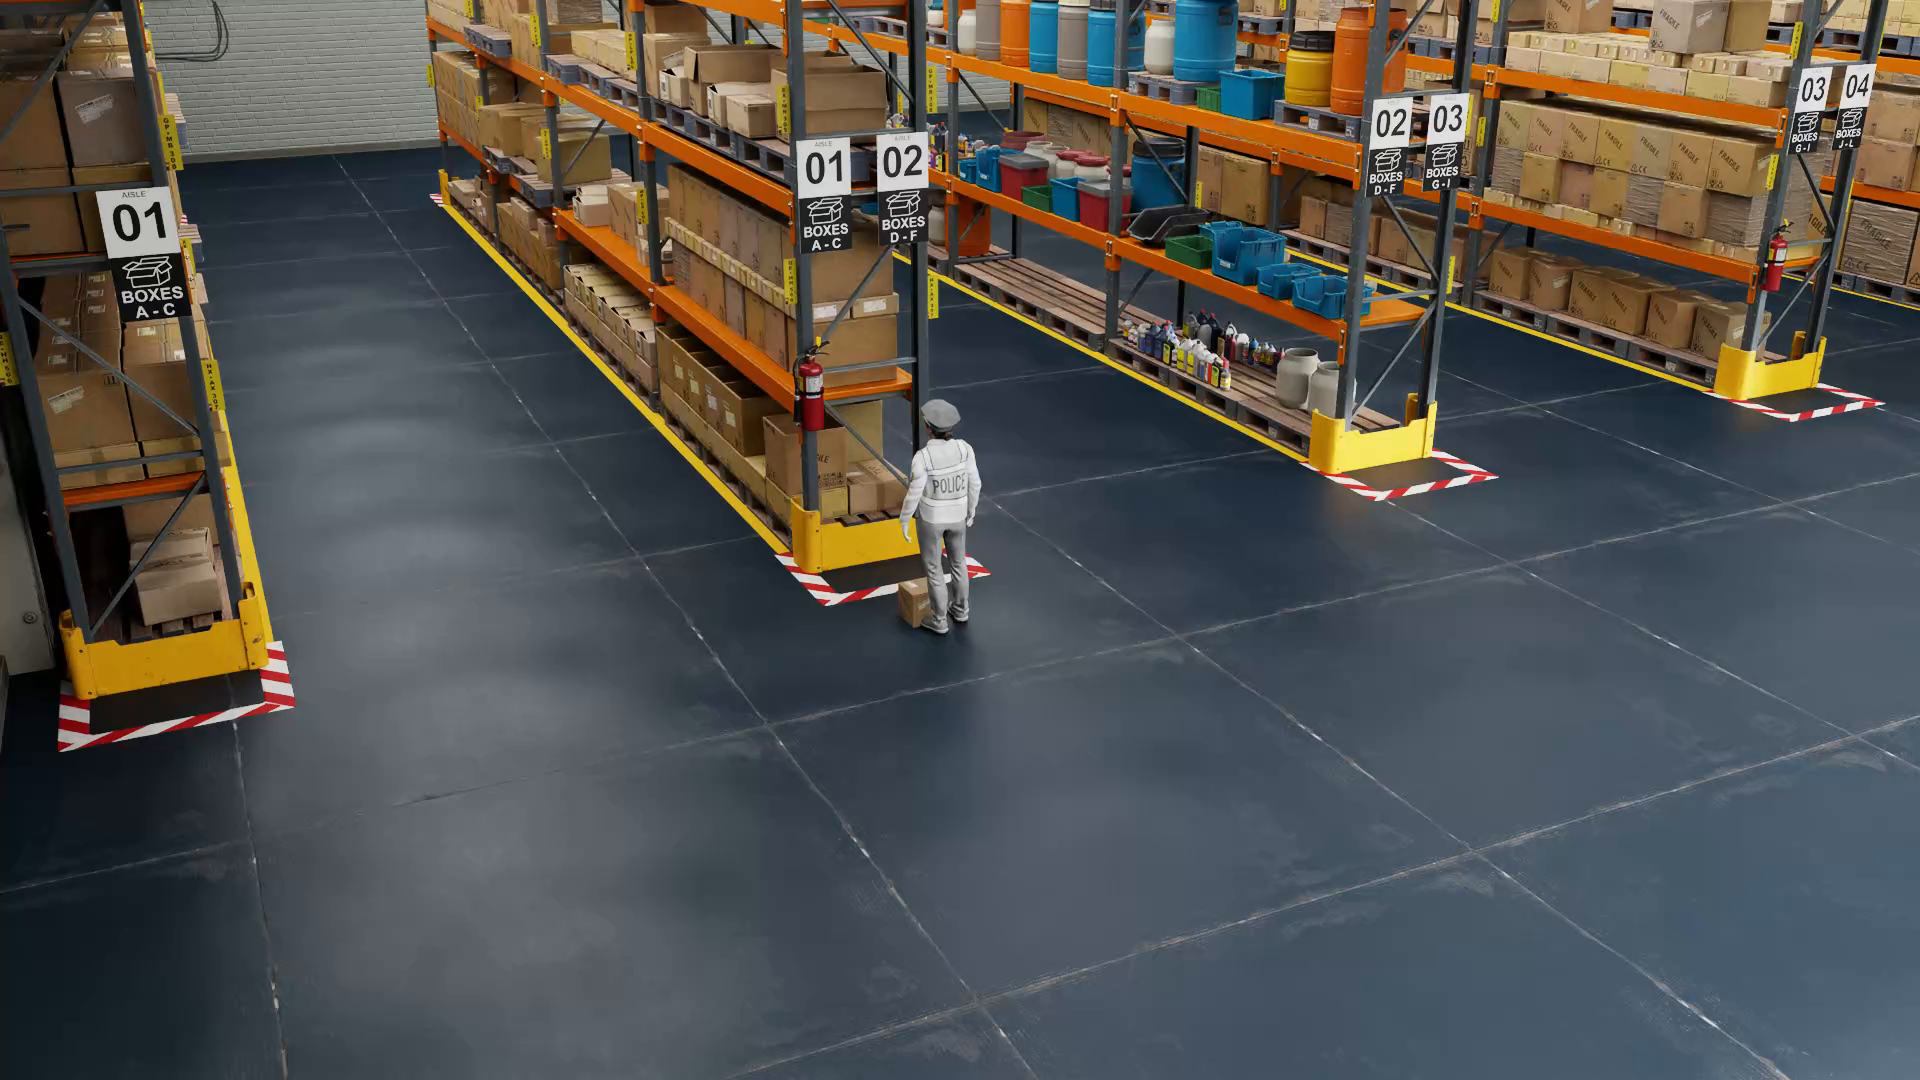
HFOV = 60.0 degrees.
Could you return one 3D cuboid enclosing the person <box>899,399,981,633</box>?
[{"bbox_3d":[-0.158,-0.171,11.347,0.587,1.694,0.529,-10,24,-24],"label":"person"}]
